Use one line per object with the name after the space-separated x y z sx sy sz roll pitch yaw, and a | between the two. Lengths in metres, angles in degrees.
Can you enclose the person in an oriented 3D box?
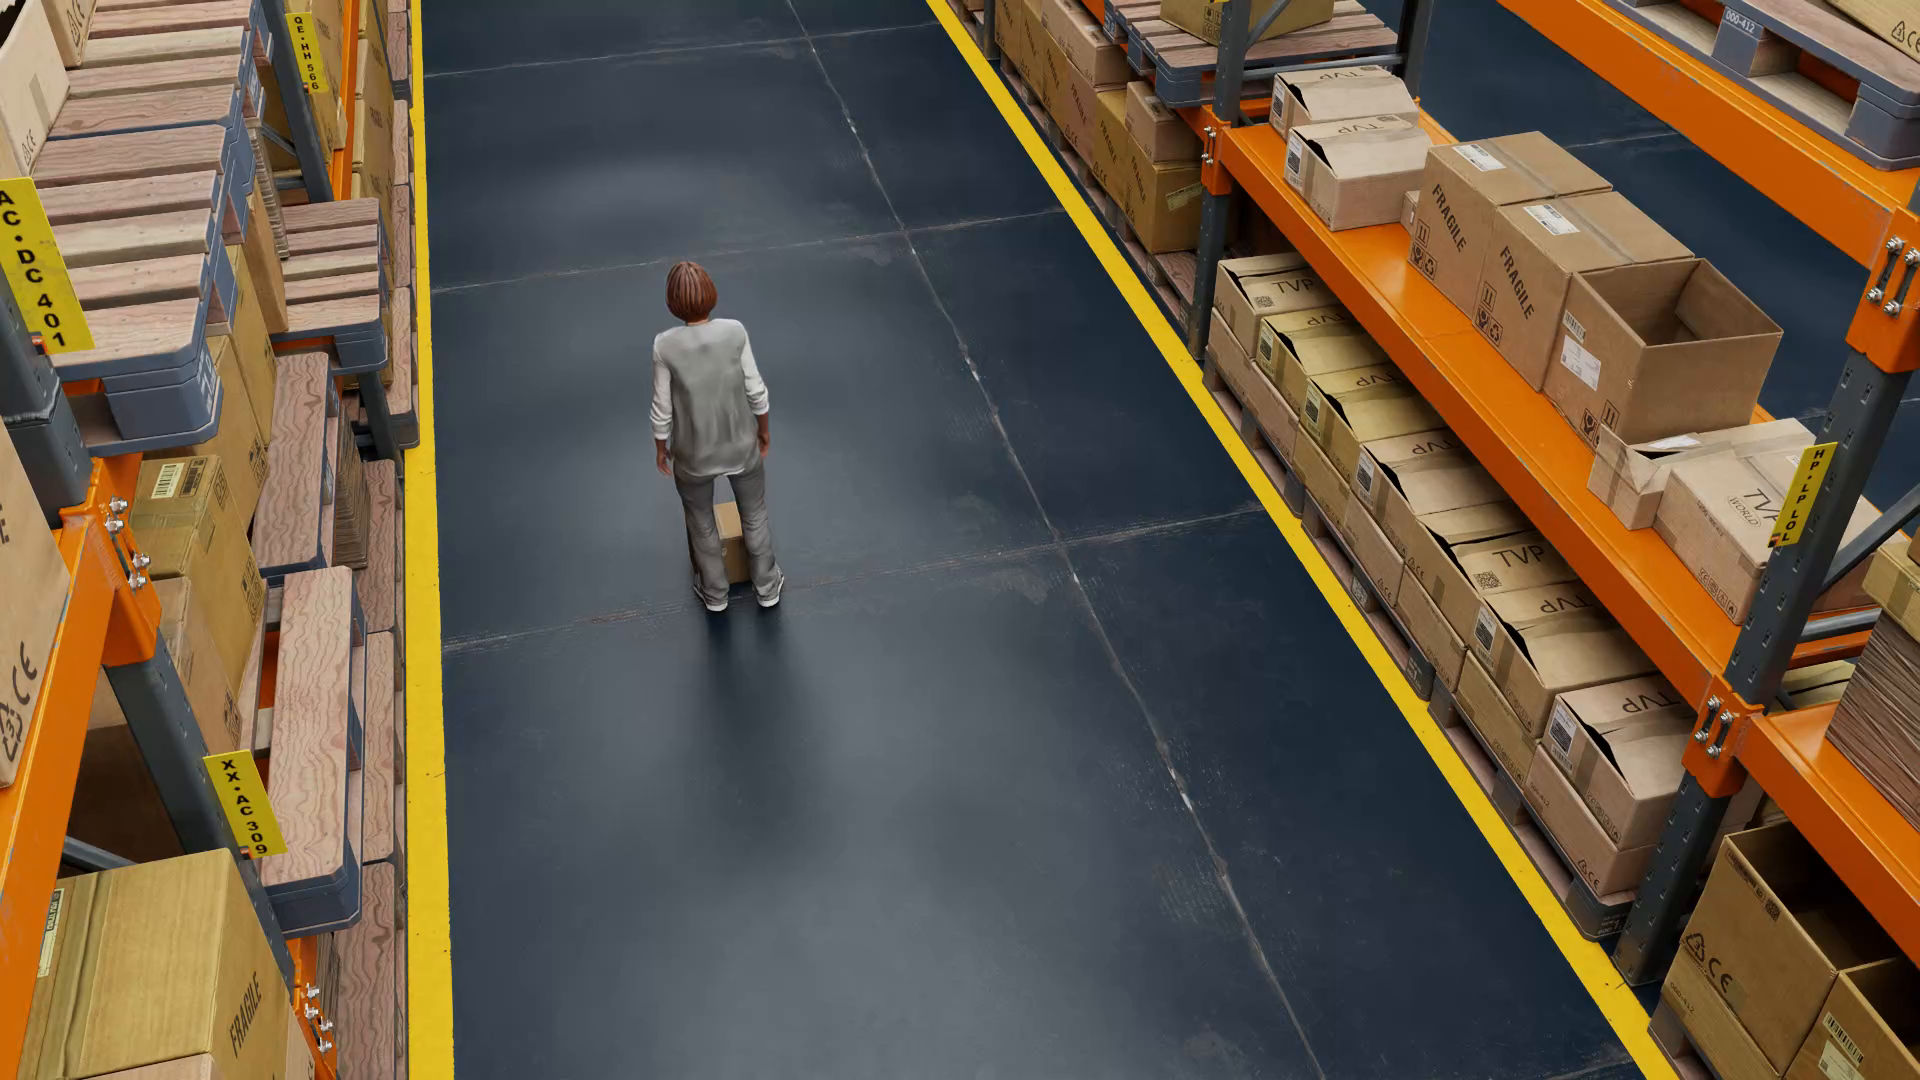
-0.976 -0.365 6.626 0.477 1.582 0.367 -11 40 -13 | person
